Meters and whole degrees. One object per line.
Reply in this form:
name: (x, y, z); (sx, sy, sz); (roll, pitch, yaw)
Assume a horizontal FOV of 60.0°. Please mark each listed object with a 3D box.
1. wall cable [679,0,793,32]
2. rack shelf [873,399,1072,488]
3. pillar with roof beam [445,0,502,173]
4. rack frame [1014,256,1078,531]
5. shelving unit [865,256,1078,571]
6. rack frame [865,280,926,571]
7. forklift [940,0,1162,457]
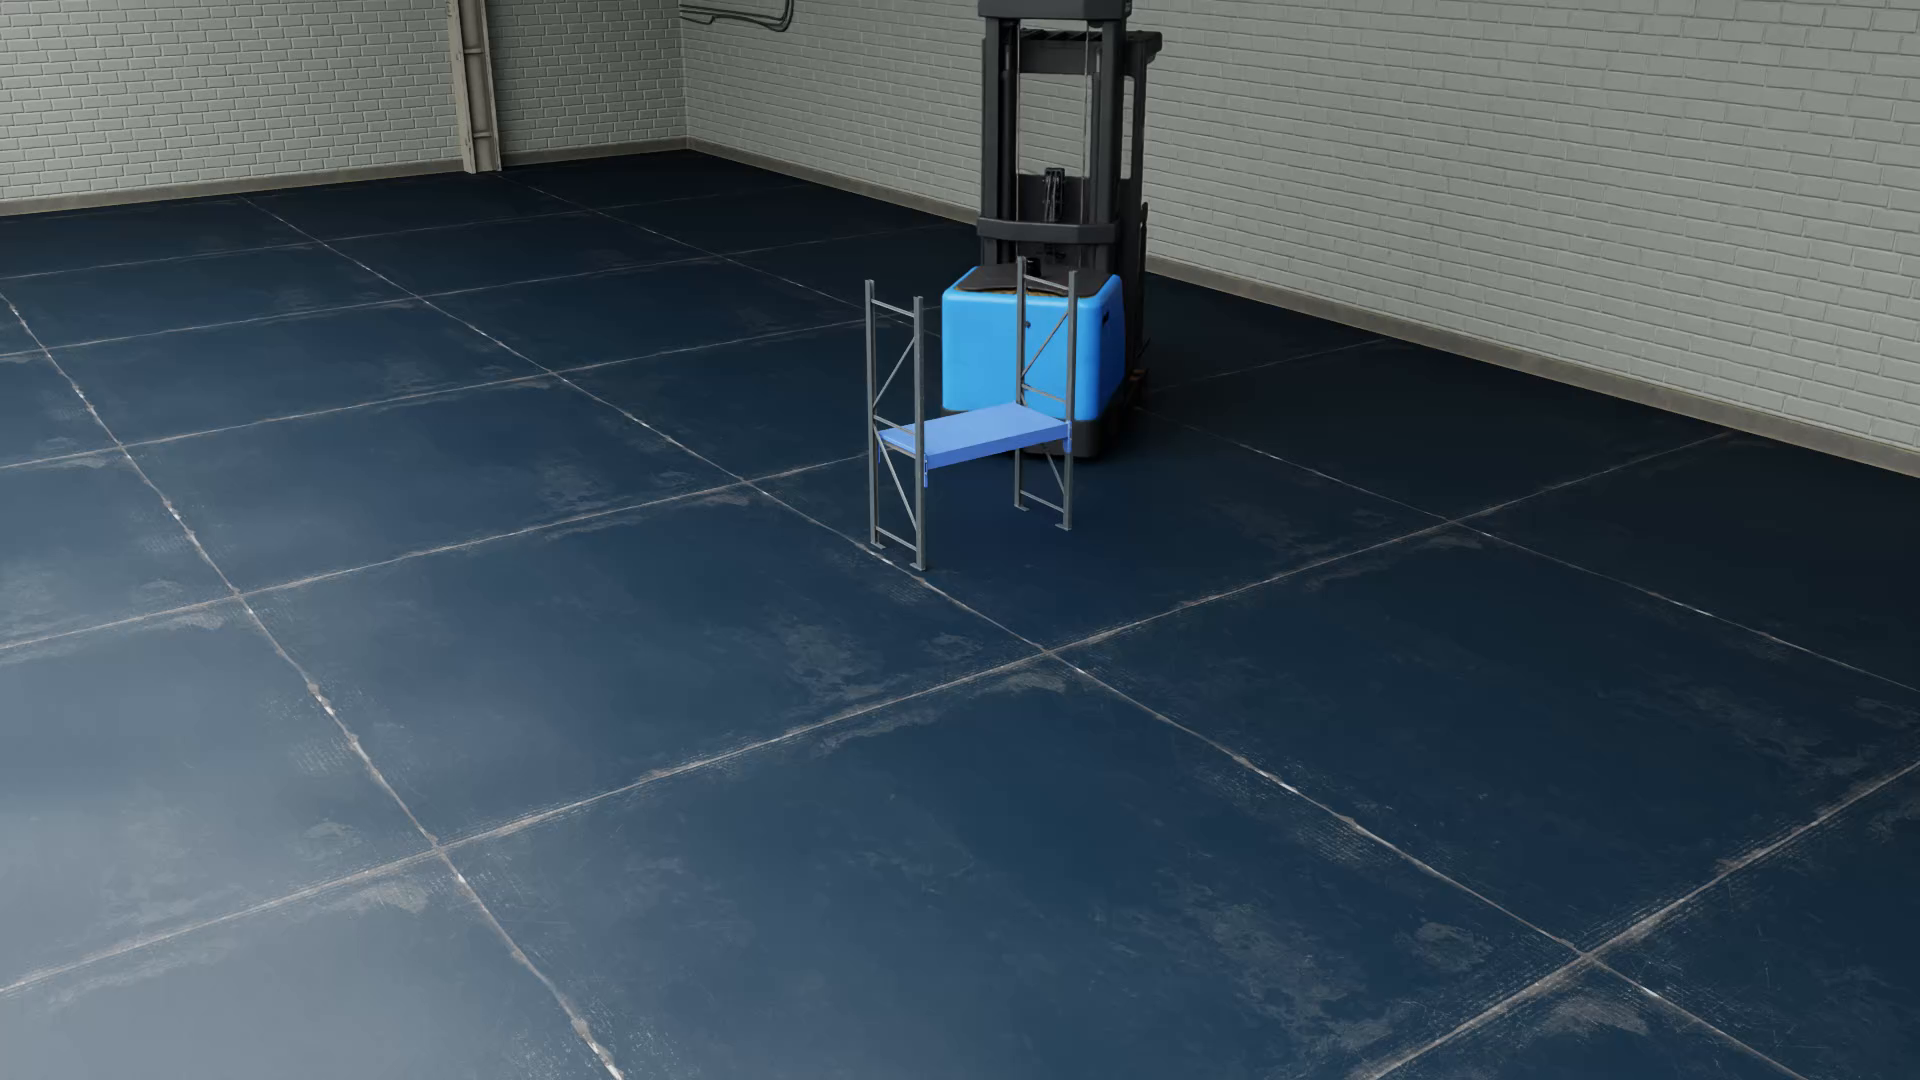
wall cable: (-2.924, -7.692, 20.721); (0.112, 2.526, 3.097); (-15, 26, -33)
rack shelf: (0.069, -0.548, 9.231); (1.000, 0.185, 0.538); (-15, 26, -33)
pillar with roof beam: (-3.574, -7.599, 16.298); (0.400, 9.000, 9.100); (-15, 26, -33)
rack frame: (0.482, -0.825, 9.440); (0.032, 1.500, 0.500); (-15, 26, -33)
shelving unit: (0.069, -0.715, 9.165); (1.048, 1.500, 0.538); (-15, 26, -33)
rack frame: (-0.343, -0.605, 8.889); (0.032, 1.500, 0.500); (-15, 26, -33)
forklift: (0.745, -2.399, 11.453); (1.130, 2.935, 3.031); (6, 22, 14)
